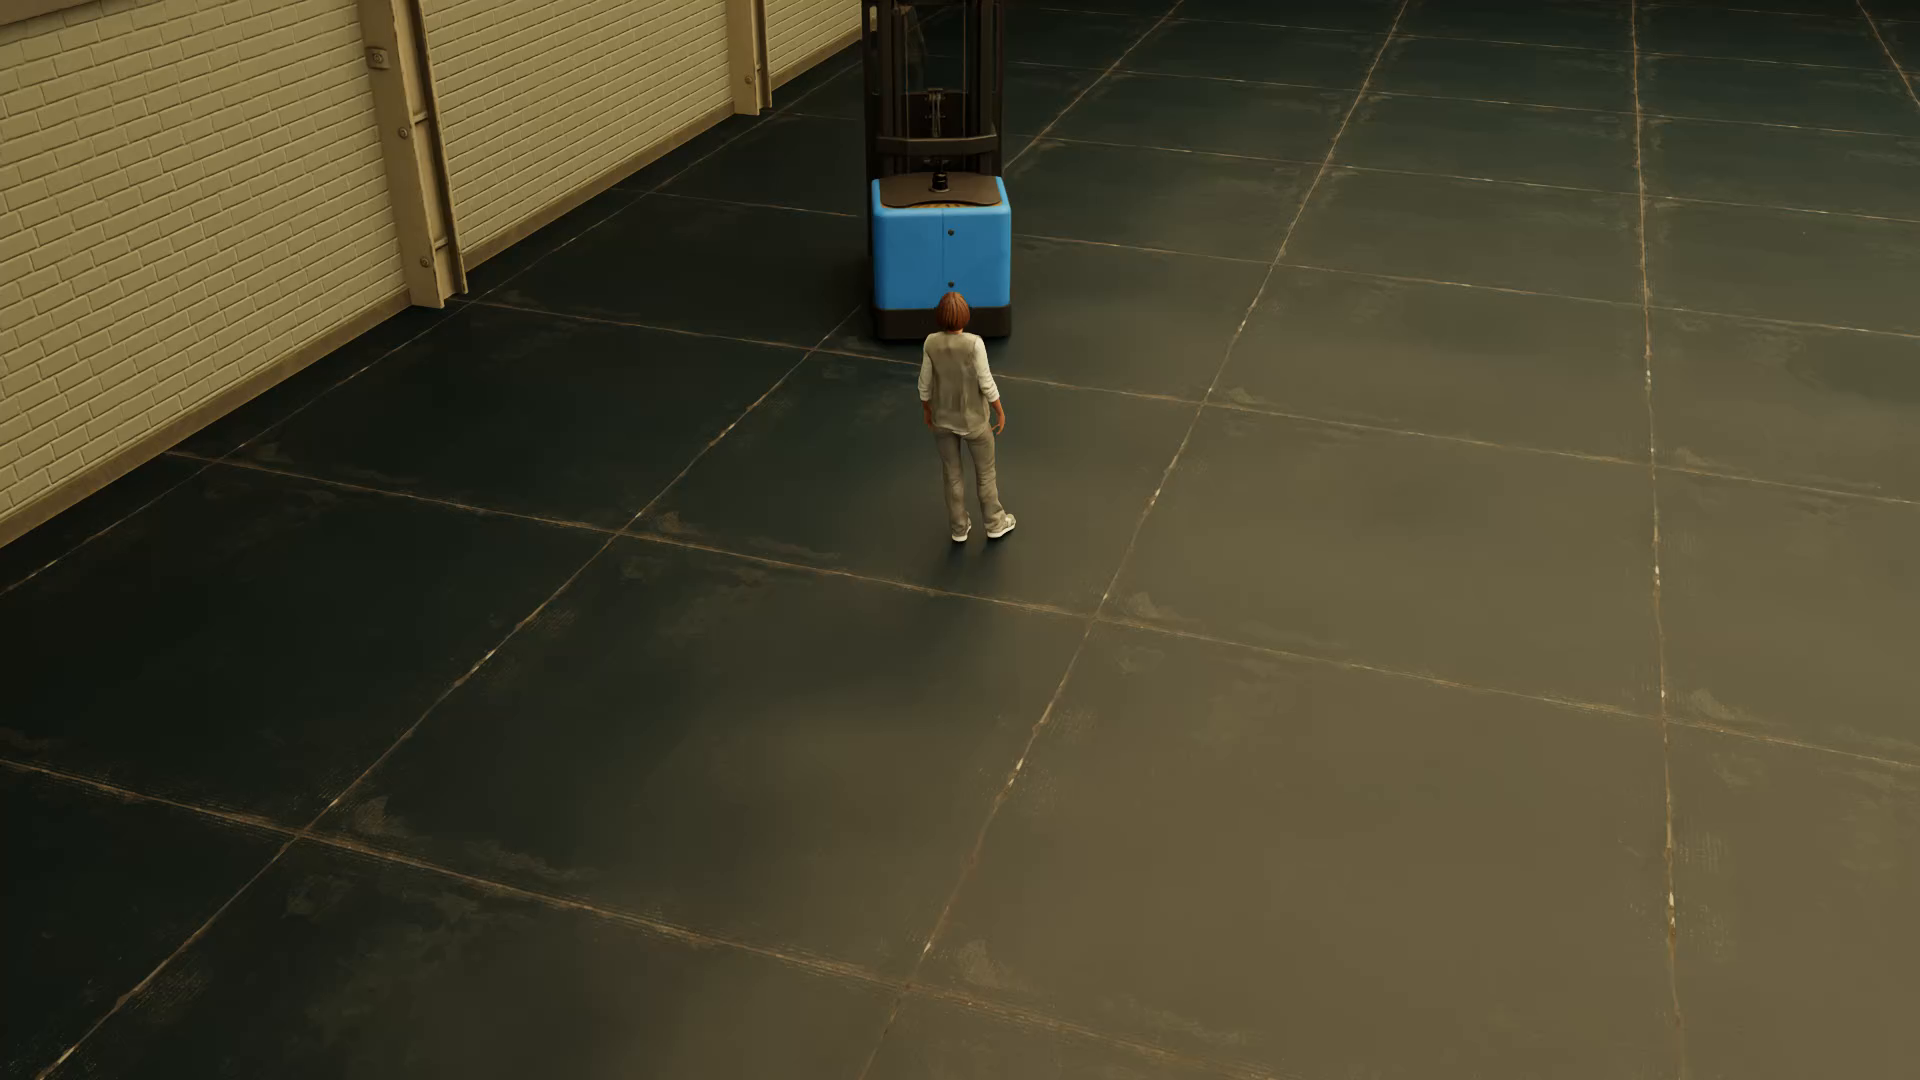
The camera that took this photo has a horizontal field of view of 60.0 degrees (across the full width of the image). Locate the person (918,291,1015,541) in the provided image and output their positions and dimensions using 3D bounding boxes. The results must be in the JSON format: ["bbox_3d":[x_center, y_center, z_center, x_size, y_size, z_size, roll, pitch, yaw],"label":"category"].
[{"bbox_3d":[0.038,-0.733,9.754,0.520,1.599,0.473,10,31,16],"label":"person"}]

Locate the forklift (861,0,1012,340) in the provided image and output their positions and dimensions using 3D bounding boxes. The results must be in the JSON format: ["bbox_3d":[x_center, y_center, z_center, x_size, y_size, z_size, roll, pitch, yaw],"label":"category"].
[{"bbox_3d":[-0.225,-3.494,13.265,1.130,2.935,3.031,-2,30,-3],"label":"forklift"}]
